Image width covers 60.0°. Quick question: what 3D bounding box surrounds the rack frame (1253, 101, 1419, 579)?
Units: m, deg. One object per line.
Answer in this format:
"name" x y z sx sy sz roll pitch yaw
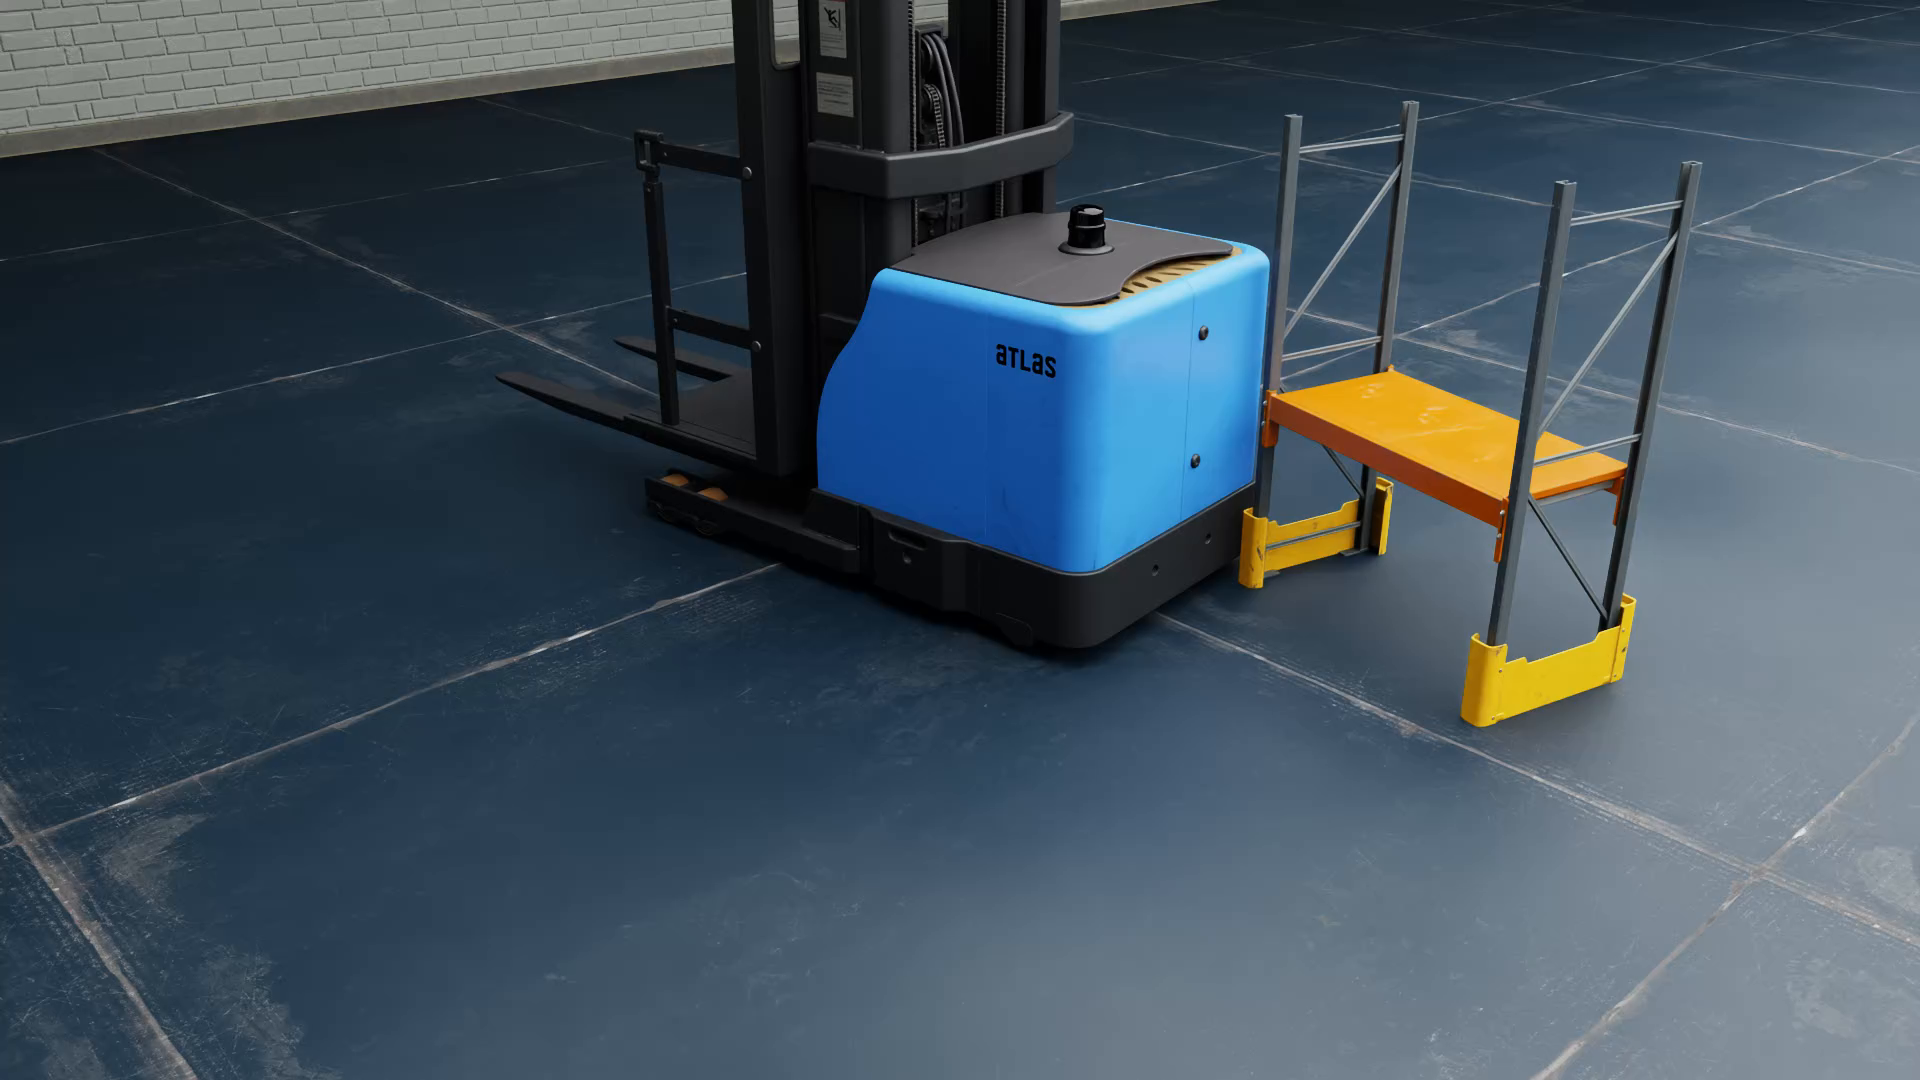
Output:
"rack frame" 1.171 -0.601 5.261 0.500 1.500 0.032 -13 28 -27

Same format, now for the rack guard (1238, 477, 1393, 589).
"rack guard" 1.180 -0.026 5.505 0.587 0.250 0.087 -13 28 -27

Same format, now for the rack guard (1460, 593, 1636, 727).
"rack guard" 1.671 0.334 4.717 0.587 0.250 0.087 -13 28 -27

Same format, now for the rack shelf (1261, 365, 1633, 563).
"rack shelf" 1.421 -0.254 4.934 0.538 0.185 1.000 -13 28 -27

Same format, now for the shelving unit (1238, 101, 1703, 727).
"shelving unit" 1.426 -0.415 4.852 0.587 1.500 1.083 -13 28 -27

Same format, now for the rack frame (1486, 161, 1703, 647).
"rack frame" 1.672 -0.234 4.457 0.500 1.500 0.032 -13 28 -27

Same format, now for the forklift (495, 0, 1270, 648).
"forklift" -0.483 -1.498 5.503 3.031 2.935 1.130 19 31 35
